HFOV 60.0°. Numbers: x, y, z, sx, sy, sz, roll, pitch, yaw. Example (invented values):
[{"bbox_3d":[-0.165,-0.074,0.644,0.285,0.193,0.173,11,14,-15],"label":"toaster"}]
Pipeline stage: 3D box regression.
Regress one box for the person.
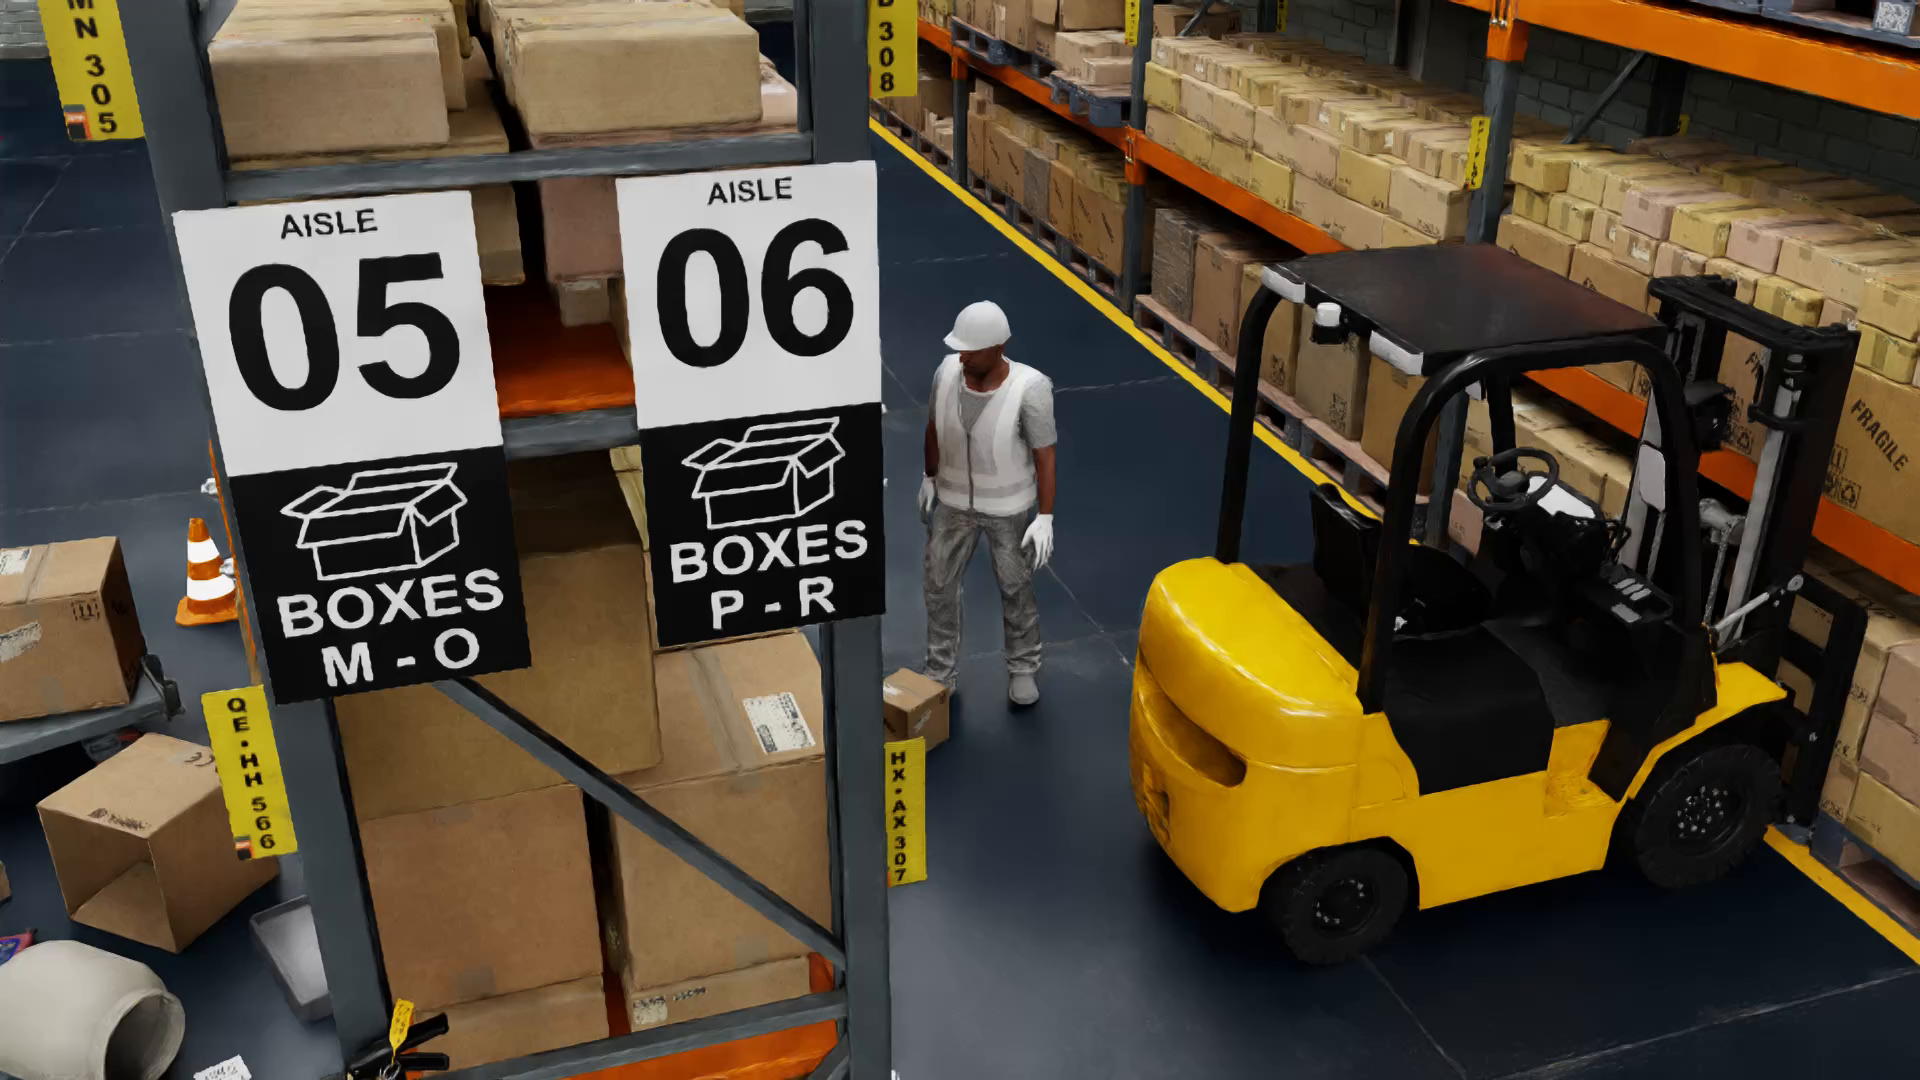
[{"bbox_3d":[0.093,-0.098,6.818,0.681,1.833,0.523,11,28,20],"label":"person"}]
